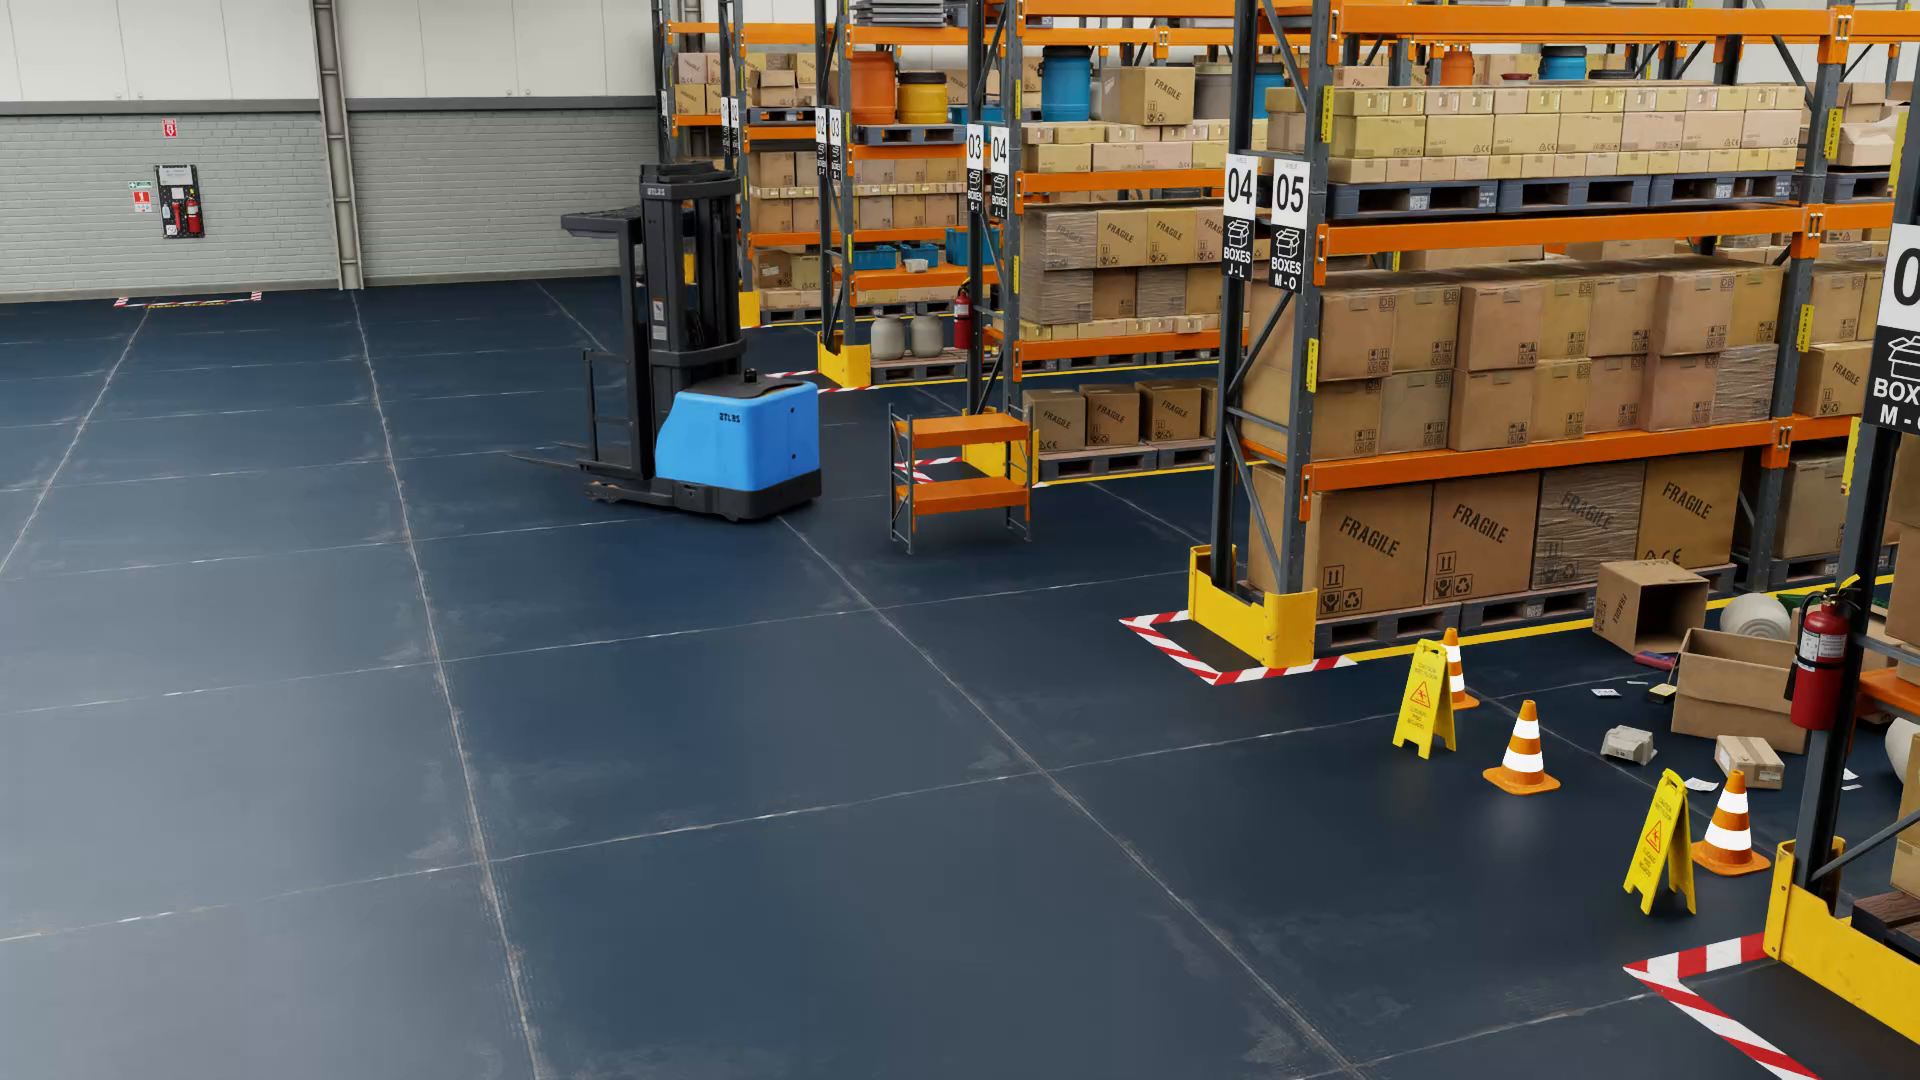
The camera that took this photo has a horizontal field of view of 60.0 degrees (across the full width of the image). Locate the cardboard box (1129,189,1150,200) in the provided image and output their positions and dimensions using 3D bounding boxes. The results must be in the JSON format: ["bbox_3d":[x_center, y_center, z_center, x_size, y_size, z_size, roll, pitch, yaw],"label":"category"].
[{"bbox_3d":[2.671,-5.376,26.403,0.500,0.500,0.500,-7,18,-23],"label":"cardboard box"}]

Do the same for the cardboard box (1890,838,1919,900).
[{"bbox_3d":[4.530,1.483,7.360,0.500,0.250,0.500,-6,17,-20],"label":"cardboard box"}]

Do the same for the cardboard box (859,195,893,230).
[{"bbox_3d":[-1.353,-4.943,24.929,0.500,0.500,0.700,-6,17,-18],"label":"cardboard box"}]

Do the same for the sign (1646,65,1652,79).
[{"bbox_3d":[11.882,-8.024,28.702,0.005,0.325,0.100,-6,17,-20],"label":"sign"}]

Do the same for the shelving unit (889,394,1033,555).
[{"bbox_3d":[0.006,-0.540,13.442,1.048,1.125,0.538,-6,17,-20],"label":"shelving unit"}]

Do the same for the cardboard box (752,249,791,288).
[{"bbox_3d":[-2.844,-4.069,24.934,0.500,0.500,0.500,-6,17,-20],"label":"cardboard box"}]

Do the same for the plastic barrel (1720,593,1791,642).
[{"bbox_3d":[5.208,0.578,10.878,0.421,0.421,0.512,6,17,18],"label":"plastic barrel"}]

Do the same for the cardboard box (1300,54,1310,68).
[{"bbox_3d":[5.594,-7.613,26.924,0.500,0.500,0.500,-6,17,-20],"label":"cardboard box"}]

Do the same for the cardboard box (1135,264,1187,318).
[{"bbox_3d":[1.732,-2.448,15.904,0.500,0.500,0.875,-6,17,-20],"label":"cardboard box"}]

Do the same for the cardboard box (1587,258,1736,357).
[{"bbox_3d":[4.890,-1.652,11.716,0.550,0.550,0.875,-6,17,-20],"label":"cardboard box"}]

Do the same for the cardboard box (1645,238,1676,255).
[{"bbox_3d":[7.283,-3.079,17.836,0.500,0.500,0.500,-9,18,-27],"label":"cardboard box"}]

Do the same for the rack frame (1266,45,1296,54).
[{"bbox_3d":[6.191,-10.086,31.972,0.127,3.000,1.000,-6,17,-20],"label":"rack frame"}]

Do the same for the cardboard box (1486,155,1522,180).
[{"bbox_3d":[3.361,-2.393,10.622,0.250,0.149,0.380,-6,17,-20],"label":"cardboard box"}]

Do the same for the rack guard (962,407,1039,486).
[{"bbox_3d":[0.374,-0.896,15.762,0.348,0.500,1.175,-6,17,-20],"label":"rack guard"}]

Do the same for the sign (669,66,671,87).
[{"bbox_3d":[-4.820,-7.713,27.666,0.005,0.325,0.100,-6,17,-20],"label":"sign"}]

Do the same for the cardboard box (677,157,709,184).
[{"bbox_3d":[-4.650,-6.398,28.963,0.500,0.500,0.500,-6,18,-21],"label":"cardboard box"}]

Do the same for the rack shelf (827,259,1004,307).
[{"bbox_3d":[0.398,-3.247,20.610,4.000,0.370,1.077,-6,17,-20],"label":"rack shelf"}]

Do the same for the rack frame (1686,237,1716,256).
[{"bbox_3d":[7.773,-2.894,18.130,0.127,3.000,1.000,-6,17,-20],"label":"rack frame"}]

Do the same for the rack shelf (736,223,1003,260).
[{"bbox_3d":[-1.371,-4.551,25.049,4.000,0.370,1.077,-6,17,-20],"label":"rack shelf"}]

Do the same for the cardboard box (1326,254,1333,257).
[{"bbox_3d":[3.250,-2.993,15.986,0.500,0.500,0.500,-6,17,-20],"label":"cardboard box"}]

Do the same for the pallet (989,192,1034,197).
[{"bbox_3d":[0.622,-6.502,30.755,1.213,0.211,1.003,-6,17,-20],"label":"pallet"}]

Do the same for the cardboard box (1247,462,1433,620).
[{"bbox_3d":[2.593,-0.040,11.437,0.875,0.875,0.875,-6,17,-20],"label":"cardboard box"}]

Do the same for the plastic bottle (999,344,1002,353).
[{"bbox_3d":[0.553,-2.417,20.547,0.133,0.283,0.061,-6,17,-19],"label":"plastic bottle"}]

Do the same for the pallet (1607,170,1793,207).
[{"bbox_3d":[4.951,-2.493,11.597,1.213,0.211,1.003,-6,17,-20],"label":"pallet"}]

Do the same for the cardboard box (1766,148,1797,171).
[{"bbox_3d":[5.493,-2.623,11.406,0.250,0.149,0.380,-6,17,-20],"label":"cardboard box"}]

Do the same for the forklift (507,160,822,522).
[{"bbox_3d":[-2.754,-1.845,14.680,3.031,2.935,1.130,9,19,29],"label":"forklift"}]

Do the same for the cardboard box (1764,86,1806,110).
[{"bbox_3d":[5.491,-3.006,11.294,0.250,0.149,0.380,-6,18,-21],"label":"cardboard box"}]

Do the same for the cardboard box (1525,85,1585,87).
[{"bbox_3d":[4.069,-3.051,11.447,0.250,0.149,0.380,-6,17,-20],"label":"cardboard box"}]

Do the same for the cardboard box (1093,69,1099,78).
[{"bbox_3d":[2.880,-8.565,31.160,0.500,0.500,0.700,-8,18,-24],"label":"cardboard box"}]

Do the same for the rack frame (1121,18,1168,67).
[{"bbox_3d":[2.266,-6.673,20.350,0.127,3.000,1.000,-6,17,-20],"label":"rack frame"}]

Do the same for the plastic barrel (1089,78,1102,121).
[{"bbox_3d":[1.793,-5.497,20.725,0.421,0.512,0.421,0,16,0],"label":"plastic barrel"}]

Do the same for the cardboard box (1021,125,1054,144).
[{"bbox_3d":[0.643,-3.613,14.814,0.250,0.149,0.380,-6,18,-20],"label":"cardboard box"}]

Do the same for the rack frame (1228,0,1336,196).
[{"bbox_3d":[1.983,-3.651,10.060,0.127,3.000,1.000,-6,17,-20],"label":"rack frame"}]

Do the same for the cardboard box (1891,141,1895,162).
[{"bbox_3d":[6.776,-2.783,11.952,0.380,0.149,0.250,-6,17,-20],"label":"cardboard box"}]

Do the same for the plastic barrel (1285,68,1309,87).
[{"bbox_3d":[4.546,-5.751,21.773,0.708,0.830,0.600,-6,17,-20],"label":"plastic barrel"}]

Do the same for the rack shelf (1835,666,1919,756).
[{"bbox_3d":[5.716,0.663,7.293,4.000,0.370,1.077,-6,17,-20],"label":"rack shelf"}]

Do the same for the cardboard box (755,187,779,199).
[{"bbox_3d":[-2.795,-5.037,24.097,0.250,0.149,0.380,-6,18,-20],"label":"cardboard box"}]

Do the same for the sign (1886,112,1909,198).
[{"bbox_3d":[3.669,-1.492,6.462,0.005,0.325,0.100,-6,17,-20],"label":"sign"}]

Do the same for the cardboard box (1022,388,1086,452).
[{"bbox_3d":[0.892,-1.148,15.876,0.500,0.500,0.500,-3,17,-10],"label":"cardboard box"}]

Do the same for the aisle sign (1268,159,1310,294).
[{"bbox_3d":[2.024,-1.934,10.246,0.004,0.787,0.394,-6,17,-20],"label":"aisle sign"}]

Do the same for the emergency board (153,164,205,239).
[{"bbox_3d":[-12.594,-5.452,26.839,0.643,1.169,0.194,-6,17,-20],"label":"emergency board"}]

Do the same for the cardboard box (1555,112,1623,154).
[{"bbox_3d":[3.939,-2.666,10.845,0.500,0.250,0.500,-6,17,-20],"label":"cardboard box"}]

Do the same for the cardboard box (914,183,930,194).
[{"bbox_3d":[-0.631,-5.271,24.896,0.250,0.149,0.380,-6,17,-20],"label":"cardboard box"}]

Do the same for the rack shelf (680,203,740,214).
[{"bbox_3d":[-3.147,-5.854,29.486,4.000,0.370,1.077,-6,17,-20],"label":"rack shelf"}]

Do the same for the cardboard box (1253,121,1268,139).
[{"bbox_3d":[2.836,-3.849,15.615,0.250,0.149,0.380,-5,17,-18],"label":"cardboard box"}]

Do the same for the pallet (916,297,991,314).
[{"bbox_3d":[-0.261,-3.691,25.791,1.213,0.211,1.003,-6,17,-20],"label":"pallet"}]

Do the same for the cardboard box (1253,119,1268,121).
[{"bbox_3d":[2.925,-3.995,16.114,0.250,0.149,0.380,-6,17,-18],"label":"cardboard box"}]

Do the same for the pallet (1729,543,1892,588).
[{"bbox_3d":[6.412,0.065,13.004,1.213,0.211,1.003,-6,17,-20],"label":"pallet"}]

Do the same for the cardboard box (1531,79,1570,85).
[{"bbox_3d":[6.300,-4.539,17.343,0.500,0.500,0.500,-7,18,-22],"label":"cardboard box"}]

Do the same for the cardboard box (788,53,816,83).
[{"bbox_3d":[-2.642,-8.142,28.689,0.500,0.500,0.500,-7,18,-22],"label":"cardboard box"}]

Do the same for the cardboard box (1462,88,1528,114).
[{"bbox_3d":[3.358,-2.775,10.510,0.250,0.149,0.380,-6,18,-21],"label":"cardboard box"}]

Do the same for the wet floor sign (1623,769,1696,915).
[{"bbox_3d":[3.289,1.387,7.730,0.232,0.644,0.267,0,16,-1],"label":"wet floor sign"}]

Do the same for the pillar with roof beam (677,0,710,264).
[{"bbox_3d":[-3.130,-8.041,25.011,0.400,9.000,9.100,-6,17,-20],"label":"pillar with roof beam"}]

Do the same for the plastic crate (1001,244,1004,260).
[{"bbox_3d":[0.897,-3.630,21.011,0.662,0.188,0.450,-6,17,-20],"label":"plastic crate"}]

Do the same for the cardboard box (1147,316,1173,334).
[{"bbox_3d":[1.819,-2.061,15.739,0.250,0.149,0.380,-6,17,-20],"label":"cardboard box"}]

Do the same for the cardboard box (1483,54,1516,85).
[{"bbox_3d":[8.925,-7.943,28.049,0.500,0.500,0.700,-6,17,-20],"label":"cardboard box"}]

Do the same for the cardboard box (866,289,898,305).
[{"bbox_3d":[-1.257,-3.723,25.087,0.500,0.250,0.500,-6,17,-20],"label":"cardboard box"}]

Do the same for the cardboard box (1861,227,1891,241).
[{"bbox_3d":[10.270,-3.694,18.896,0.637,0.503,0.797,-6,17,-19],"label":"cardboard box"}]

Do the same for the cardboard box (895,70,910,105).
[{"bbox_3d":[-1.086,-6.722,24.666,0.637,0.503,0.797,-4,17,-14],"label":"cardboard box"}]
